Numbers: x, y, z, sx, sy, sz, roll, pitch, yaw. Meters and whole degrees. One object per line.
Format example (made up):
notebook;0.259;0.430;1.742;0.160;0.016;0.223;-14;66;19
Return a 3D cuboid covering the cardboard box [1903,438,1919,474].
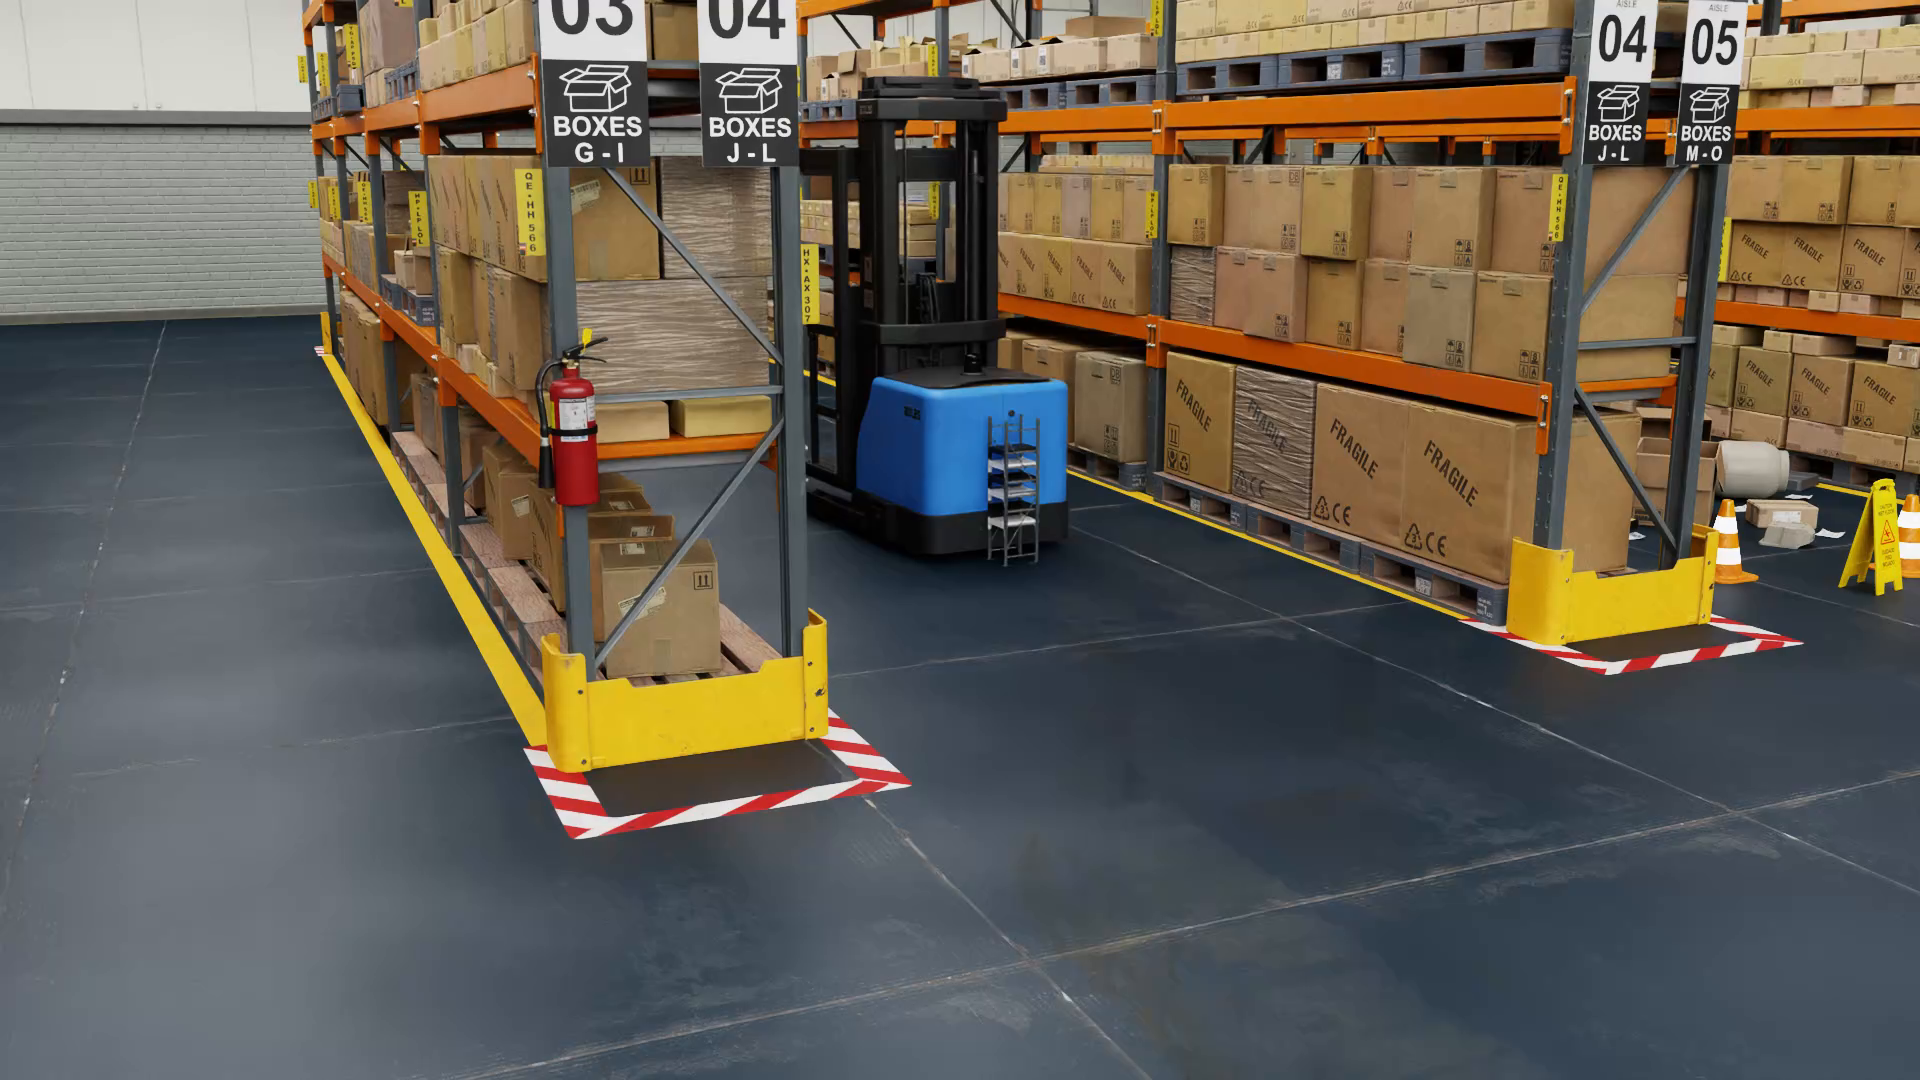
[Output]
cardboard box;7.184;-0.591;11.939;0.500;0.250;0.500;-6;14;-23

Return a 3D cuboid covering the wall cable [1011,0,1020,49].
wall cable;2.267;-9.183;30.509;2.988;3.039;0.133;-6;14;-23

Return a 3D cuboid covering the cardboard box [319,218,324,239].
cardboard box;-7.590;-3.835;20.459;0.500;0.250;0.500;-6;14;-24

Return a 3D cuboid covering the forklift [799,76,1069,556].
forklift;-0.448;-1.616;11.351;1.130;2.935;3.031;-7;15;-27

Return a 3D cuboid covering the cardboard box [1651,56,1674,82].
cardboard box;5.986;-4.003;14.261;0.500;0.250;0.500;-6;14;-24

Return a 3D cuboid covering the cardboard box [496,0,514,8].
cardboard box;-1.729;-2.304;6.966;0.380;0.149;0.250;-6;14;-25

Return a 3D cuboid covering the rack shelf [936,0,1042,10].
rack shelf;1.056;-4.625;13.378;1.077;0.370;4.000;-6;14;-23

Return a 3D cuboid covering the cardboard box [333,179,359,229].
cardboard box;-6.361;-3.568;17.644;0.500;0.500;0.500;-5;14;-21

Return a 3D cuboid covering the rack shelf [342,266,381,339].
rack shelf;-5.131;-2.296;15.735;1.077;0.370;4.000;-6;14;-23

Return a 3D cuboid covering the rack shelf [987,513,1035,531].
rack shelf;0.327;-0.096;10.236;0.258;0.077;0.200;-7;15;-27

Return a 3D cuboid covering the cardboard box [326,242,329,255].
cardboard box;-7.281;-3.449;19.676;0.380;0.149;0.250;-6;14;-24

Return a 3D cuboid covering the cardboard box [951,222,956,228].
cardboard box;0.135;-3.062;16.412;0.380;0.149;0.250;-5;14;-20

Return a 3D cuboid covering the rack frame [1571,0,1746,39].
rack frame;3.460;-3.931;7.896;1.000;3.000;0.127;-6;14;-23

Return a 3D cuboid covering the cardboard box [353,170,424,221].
cardboard box;-5.669;-3.466;16.748;0.797;0.503;0.637;-6;14;-24

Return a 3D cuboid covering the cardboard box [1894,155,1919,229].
cardboard box;7.056;-2.444;11.677;0.700;0.500;0.500;-6;14;-24

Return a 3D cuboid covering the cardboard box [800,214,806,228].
cardboard box;-1.611;-3.591;18.701;0.380;0.149;0.250;-5;14;-22

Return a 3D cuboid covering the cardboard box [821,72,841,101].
cardboard box;-1.187;-4.909;18.041;0.500;0.311;0.500;-6;14;-24

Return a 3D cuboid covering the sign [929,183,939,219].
sign;-0.238;-3.135;15.372;0.100;0.325;0.005;-6;14;-23

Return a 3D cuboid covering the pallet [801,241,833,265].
pallet;-1.174;-3.223;18.567;1.003;0.211;1.213;-6;14;-23

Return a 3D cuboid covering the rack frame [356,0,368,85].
rack frame;-4.330;-5.156;13.192;1.000;3.000;0.127;-6;14;-23

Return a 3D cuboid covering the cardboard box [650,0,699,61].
cardboard box;-1.081;-2.092;6.936;0.500;0.250;0.500;-5;14;-21

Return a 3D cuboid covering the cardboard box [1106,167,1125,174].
cardboard box;2.298;-4.773;22.403;0.500;0.500;0.500;-5;14;-22

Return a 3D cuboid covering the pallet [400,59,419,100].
pallet;-2.877;-2.914;10.573;1.213;0.211;1.003;-6;14;-23

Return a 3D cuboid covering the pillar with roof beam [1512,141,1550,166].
pillar with roof beam;4.297;-7.163;21.864;9.100;9.000;0.400;-6;14;-23

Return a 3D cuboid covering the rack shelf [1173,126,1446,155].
rack shelf;3.949;-4.653;19.264;1.077;0.370;4.000;-6;14;-23

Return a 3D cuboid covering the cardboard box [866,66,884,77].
cardboard box;-0.615;-4.472;16.664;0.500;0.500;0.500;-6;14;-23

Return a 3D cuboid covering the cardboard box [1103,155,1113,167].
cardboard box;2.167;-5.161;22.639;0.380;0.149;0.250;-6;14;-23

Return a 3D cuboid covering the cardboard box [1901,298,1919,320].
cardboard box;7.033;-1.669;11.987;0.380;0.149;0.250;-6;14;-24

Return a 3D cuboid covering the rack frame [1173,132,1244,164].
rack frame;3.148;-3.955;21.306;1.000;3.000;0.127;-6;14;-23

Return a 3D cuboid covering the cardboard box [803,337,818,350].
cardboard box;-1.816;-2.353;19.776;0.380;0.149;0.250;-5;14;-22

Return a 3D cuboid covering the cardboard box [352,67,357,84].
cardboard box;-5.575;-4.448;16.049;0.500;0.311;0.500;-6;14;-25

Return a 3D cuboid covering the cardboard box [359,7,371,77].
cardboard box;-4.377;-3.867;12.942;0.500;0.500;0.500;-5;14;-22

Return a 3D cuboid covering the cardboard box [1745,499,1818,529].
cardboard box;5.579;-0.175;11.297;0.380;0.149;0.250;1;13;6

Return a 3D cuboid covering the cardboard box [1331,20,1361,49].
cardboard box;2.406;-2.953;9.730;0.380;0.149;0.250;-5;14;-22

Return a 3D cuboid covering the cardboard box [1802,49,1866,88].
cardboard box;6.682;-3.510;12.402;0.500;0.250;0.500;-5;14;-22

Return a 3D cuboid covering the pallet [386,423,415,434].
pallet;-4.577;-1.045;14.916;1.003;0.211;1.213;-6;14;-23

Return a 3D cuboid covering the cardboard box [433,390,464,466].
cardboard box;-3.576;-0.864;12.517;0.700;0.500;0.500;-4;14;-18

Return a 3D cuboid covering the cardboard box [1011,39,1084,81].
cardboard box;0.750;-3.953;13.689;0.500;0.311;0.500;-6;14;-24

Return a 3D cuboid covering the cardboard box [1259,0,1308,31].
cardboard box;2.203;-3.286;10.284;0.500;0.250;0.500;-6;14;-24

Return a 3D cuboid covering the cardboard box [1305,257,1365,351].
cardboard box;2.670;-1.498;10.357;0.875;0.550;0.500;-6;14;-23

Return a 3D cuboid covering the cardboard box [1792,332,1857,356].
cardboard box;6.655;-1.510;12.806;0.380;0.149;0.250;-5;14;-20

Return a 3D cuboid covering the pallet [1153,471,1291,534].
pallet;2.090;-0.312;11.748;1.003;0.211;1.213;-6;14;-23

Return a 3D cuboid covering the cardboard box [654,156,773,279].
cardboard box;-1.096;-1.400;7.167;0.500;0.500;0.500;-6;14;-23

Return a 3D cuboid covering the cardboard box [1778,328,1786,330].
cardboard box;9.803;-2.361;18.754;0.875;0.625;0.625;-5;14;-21

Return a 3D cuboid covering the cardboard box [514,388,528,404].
cardboard box;-1.944;-0.755;8.038;0.380;0.149;0.250;-6;14;-23

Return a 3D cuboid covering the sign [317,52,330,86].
sign;-6.440;-4.761;16.815;0.100;0.325;0.005;-6;14;-23

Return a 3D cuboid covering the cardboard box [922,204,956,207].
cardboard box;-0.172;-3.363;17.053;0.380;0.149;0.250;-5;14;-20

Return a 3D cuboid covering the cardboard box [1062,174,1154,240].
cardboard box;1.243;-2.683;13.370;0.700;0.500;0.500;-6;14;-23

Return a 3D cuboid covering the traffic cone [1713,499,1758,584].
traffic cone;4.548;-0.010;9.887;0.336;0.463;0.334;-6;14;-23

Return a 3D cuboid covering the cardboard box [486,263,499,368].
cardboard box;-1.791;-1.090;8.046;0.875;0.500;0.500;-6;14;-23

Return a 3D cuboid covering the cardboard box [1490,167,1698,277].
cardboard box;3.347;-1.687;8.780;0.875;0.550;0.550;-6;14;-23

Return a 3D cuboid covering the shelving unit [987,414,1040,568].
shelving unit;0.327;-0.304;10.188;0.258;0.900;0.210;-7;15;-27
